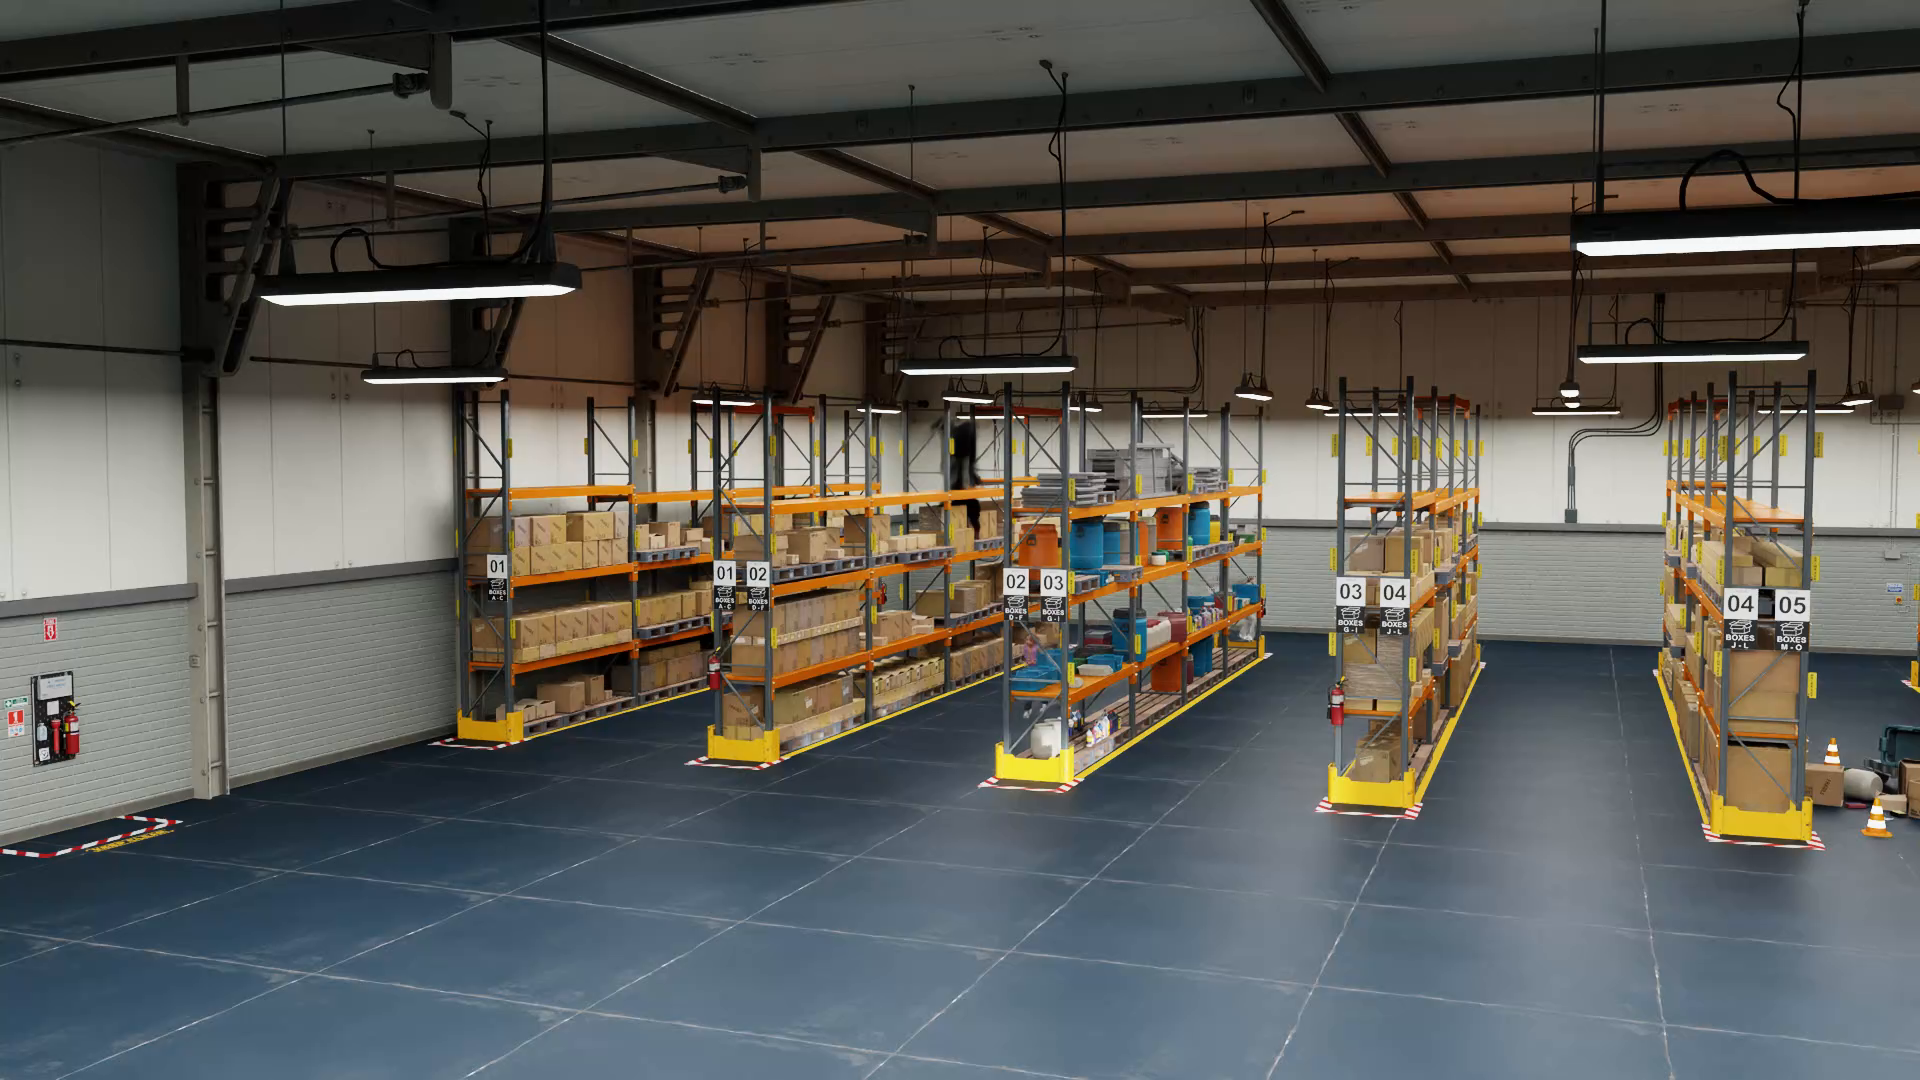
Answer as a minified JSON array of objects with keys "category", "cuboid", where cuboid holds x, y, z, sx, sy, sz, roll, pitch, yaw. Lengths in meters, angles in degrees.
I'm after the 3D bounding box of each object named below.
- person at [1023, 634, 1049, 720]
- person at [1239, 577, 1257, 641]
[{"category":"person","cuboid":[1.432,2.516,30.986,0.537,1.596,0.908,2,4,27]},{"category":"person","cuboid":[7.524,1.803,43.051,0.546,1.707,0.728,-3,4,-45]}]
